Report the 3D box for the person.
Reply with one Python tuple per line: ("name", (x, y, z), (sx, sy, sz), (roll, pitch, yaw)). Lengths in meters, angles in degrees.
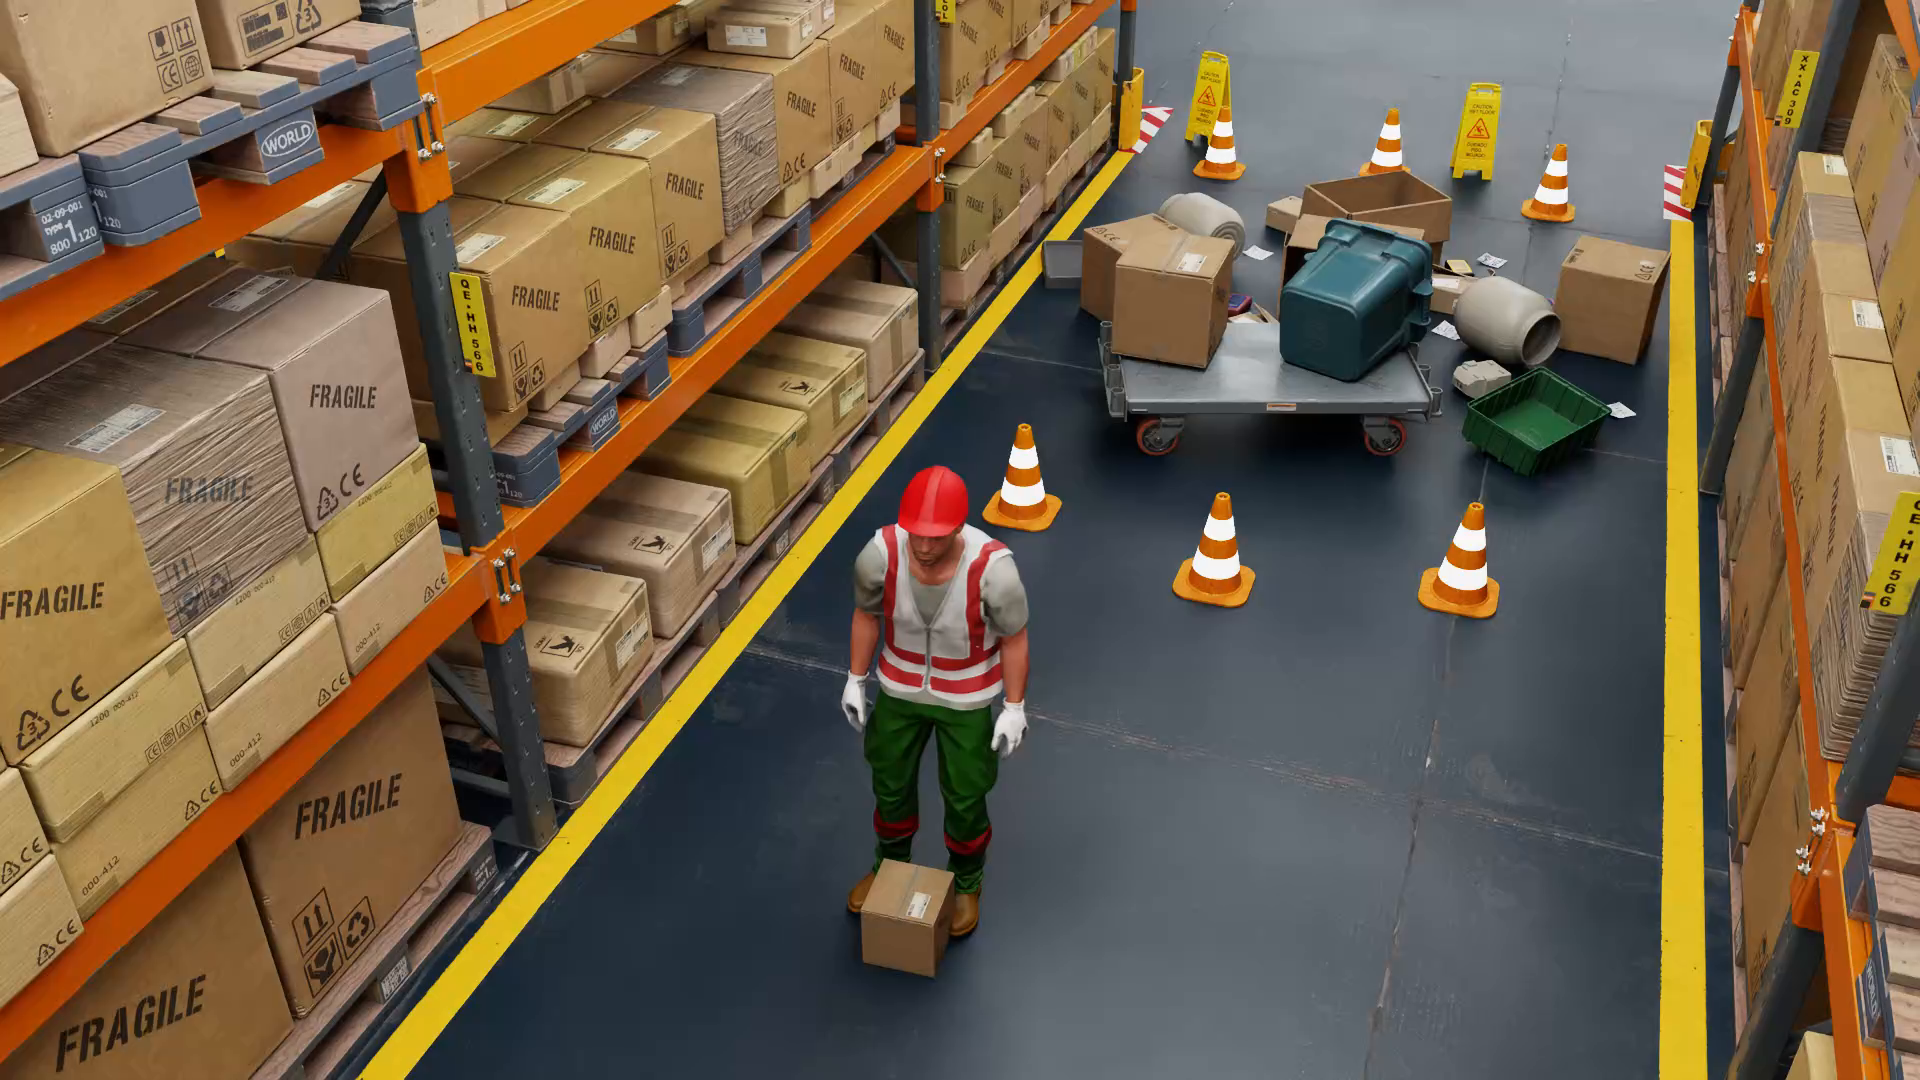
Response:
("person", (-0.081, 0.513, 5.334), (0.618, 1.779, 0.452), (9, 34, 14))
